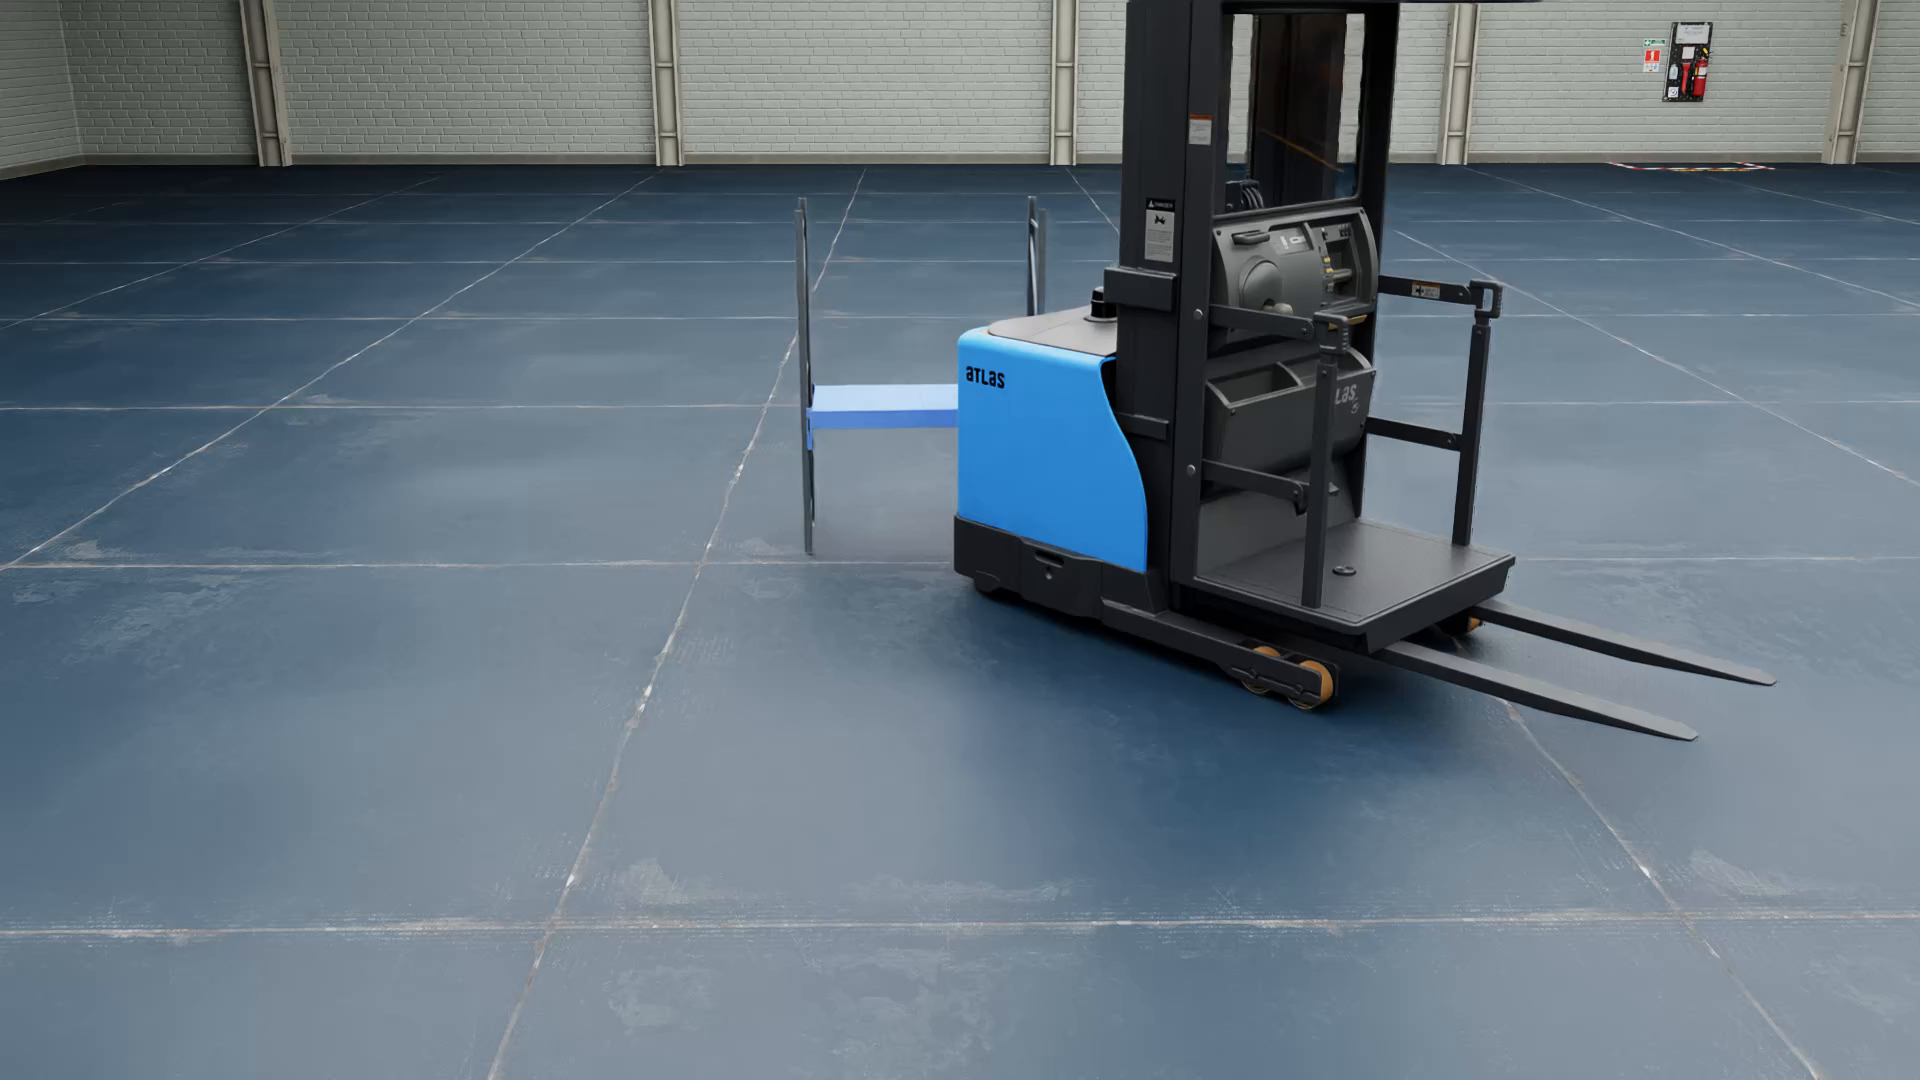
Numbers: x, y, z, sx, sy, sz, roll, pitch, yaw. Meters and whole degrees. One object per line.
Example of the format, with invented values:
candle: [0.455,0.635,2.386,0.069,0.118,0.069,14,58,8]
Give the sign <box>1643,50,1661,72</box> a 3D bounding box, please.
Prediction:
sign: [10.546,-7.303,25.344,0.234,0.329,0.001,0,18,-1]

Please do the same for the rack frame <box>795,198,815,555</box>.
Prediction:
rack frame: [-0.683,-0.726,7.355,0.032,1.500,0.500,-1,18,-3]

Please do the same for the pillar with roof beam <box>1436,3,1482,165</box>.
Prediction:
pillar with roof beam: [7.641,-8.770,20.156,0.400,9.000,9.100,0,18,-1]

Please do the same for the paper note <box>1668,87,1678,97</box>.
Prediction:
paper note: [10.923,-6.858,25.458,0.142,0.148,0.016,0,18,-1]

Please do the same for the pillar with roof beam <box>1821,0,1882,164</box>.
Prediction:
pillar with roof beam: [13.640,-8.799,20.246,0.400,9.000,9.100,0,18,-1]

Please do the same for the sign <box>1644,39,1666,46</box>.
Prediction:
sign: [10.551,-7.553,25.255,0.331,0.109,0.001,0,18,-1]

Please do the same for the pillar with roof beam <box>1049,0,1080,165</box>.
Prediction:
pillar with roof beam: [1.642,-8.741,20.065,0.400,9.000,9.100,0,18,-1]

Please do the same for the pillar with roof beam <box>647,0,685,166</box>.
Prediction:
pillar with roof beam: [-4.357,-8.713,19.975,0.400,9.000,9.100,0,18,-1]

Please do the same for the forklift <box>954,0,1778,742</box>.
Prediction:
forklift: [1.362,-0.989,5.831,1.130,2.935,3.031,-17,24,-42]

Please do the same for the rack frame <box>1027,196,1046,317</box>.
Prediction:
rack frame: [0.332,-0.743,7.409,0.032,1.500,0.500,-1,18,-3]

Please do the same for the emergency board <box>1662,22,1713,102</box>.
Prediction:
emergency board: [11.101,-7.257,25.260,0.643,1.169,0.194,0,18,-1]

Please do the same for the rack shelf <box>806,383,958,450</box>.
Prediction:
rack shelf: [-0.175,-0.563,7.437,1.000,0.185,0.538,-1,18,-3]

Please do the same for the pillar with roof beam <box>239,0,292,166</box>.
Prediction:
pillar with roof beam: [-10.357,-8.684,19.885,0.400,9.000,9.100,0,18,-1]

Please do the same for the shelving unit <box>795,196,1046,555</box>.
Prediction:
shelving unit: [-0.175,-0.735,7.382,1.048,1.500,0.538,-1,18,-3]
